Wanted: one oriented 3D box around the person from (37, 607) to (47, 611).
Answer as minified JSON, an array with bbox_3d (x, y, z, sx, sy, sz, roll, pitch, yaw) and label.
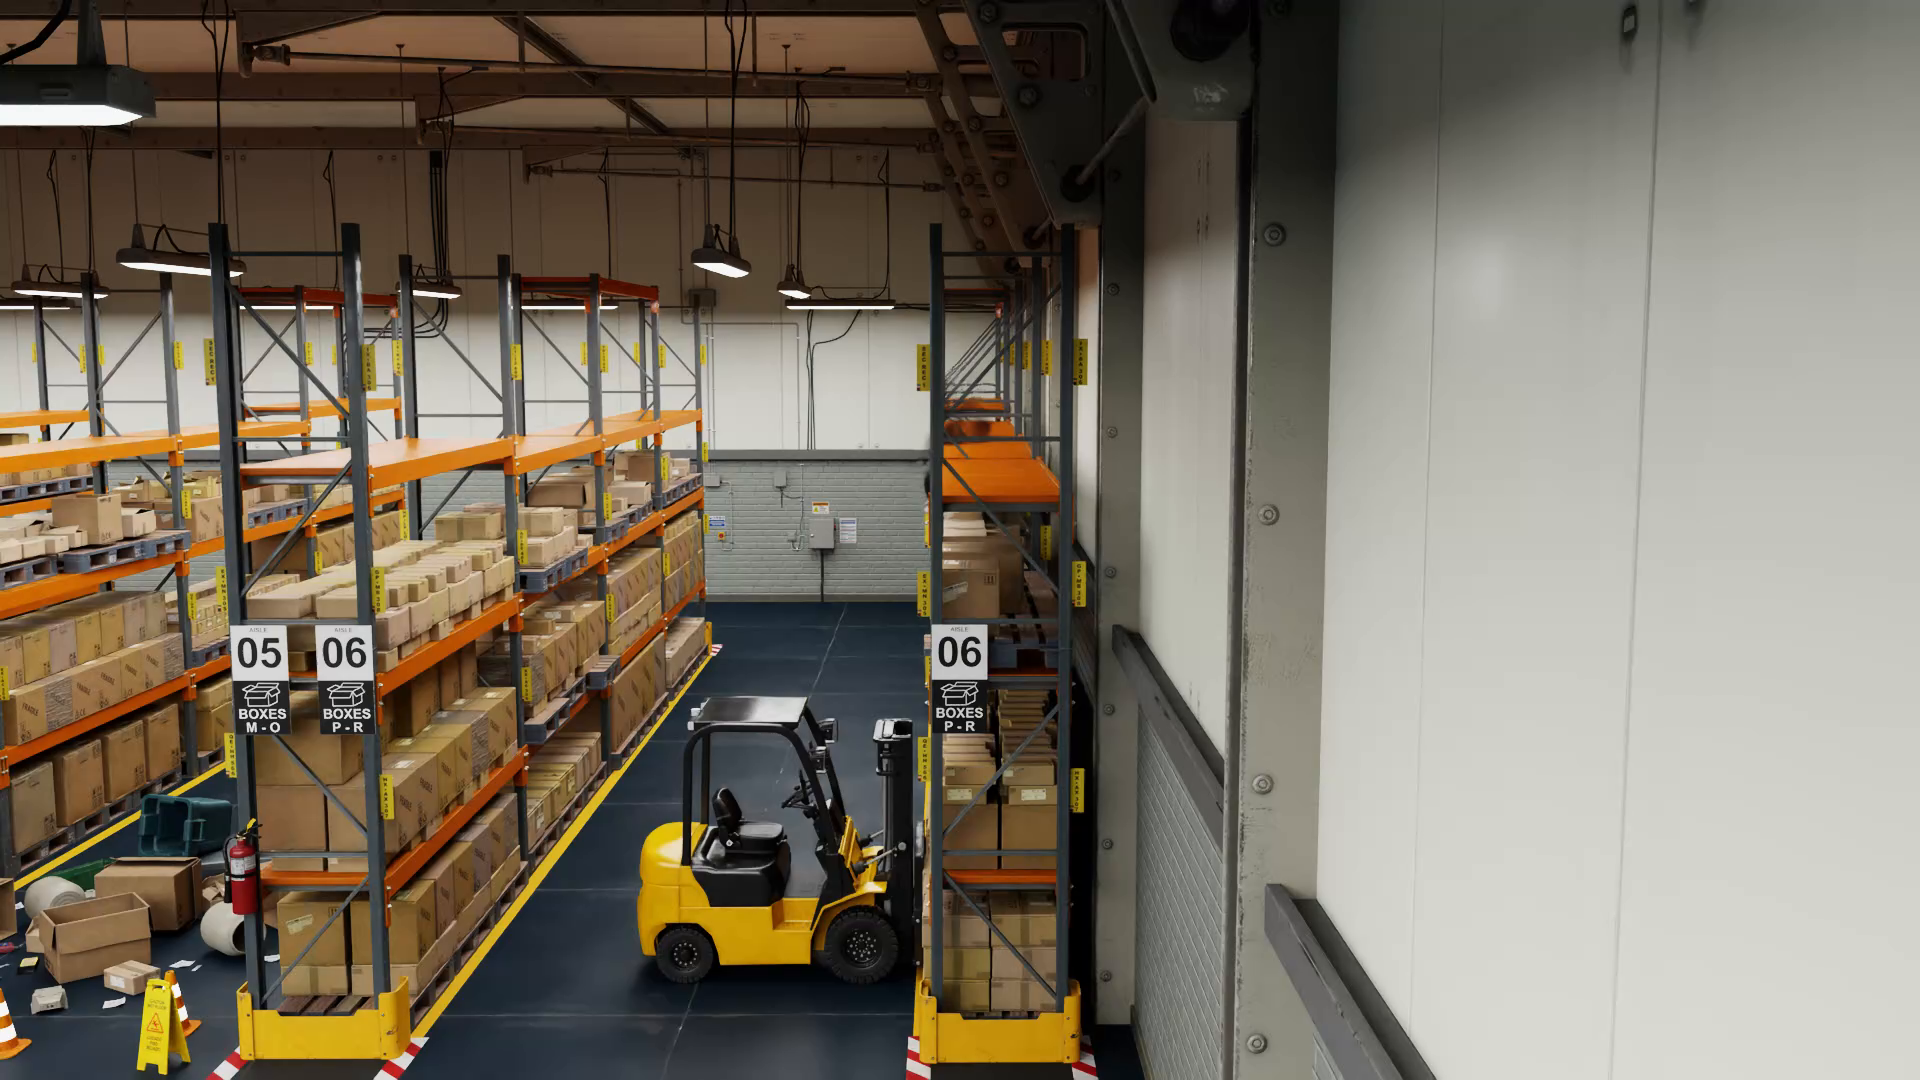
[{"bbox_3d":[-12.364,1.682,22.524,0.586,1.583,0.743,-1,7,-5],"label":"person"}]
